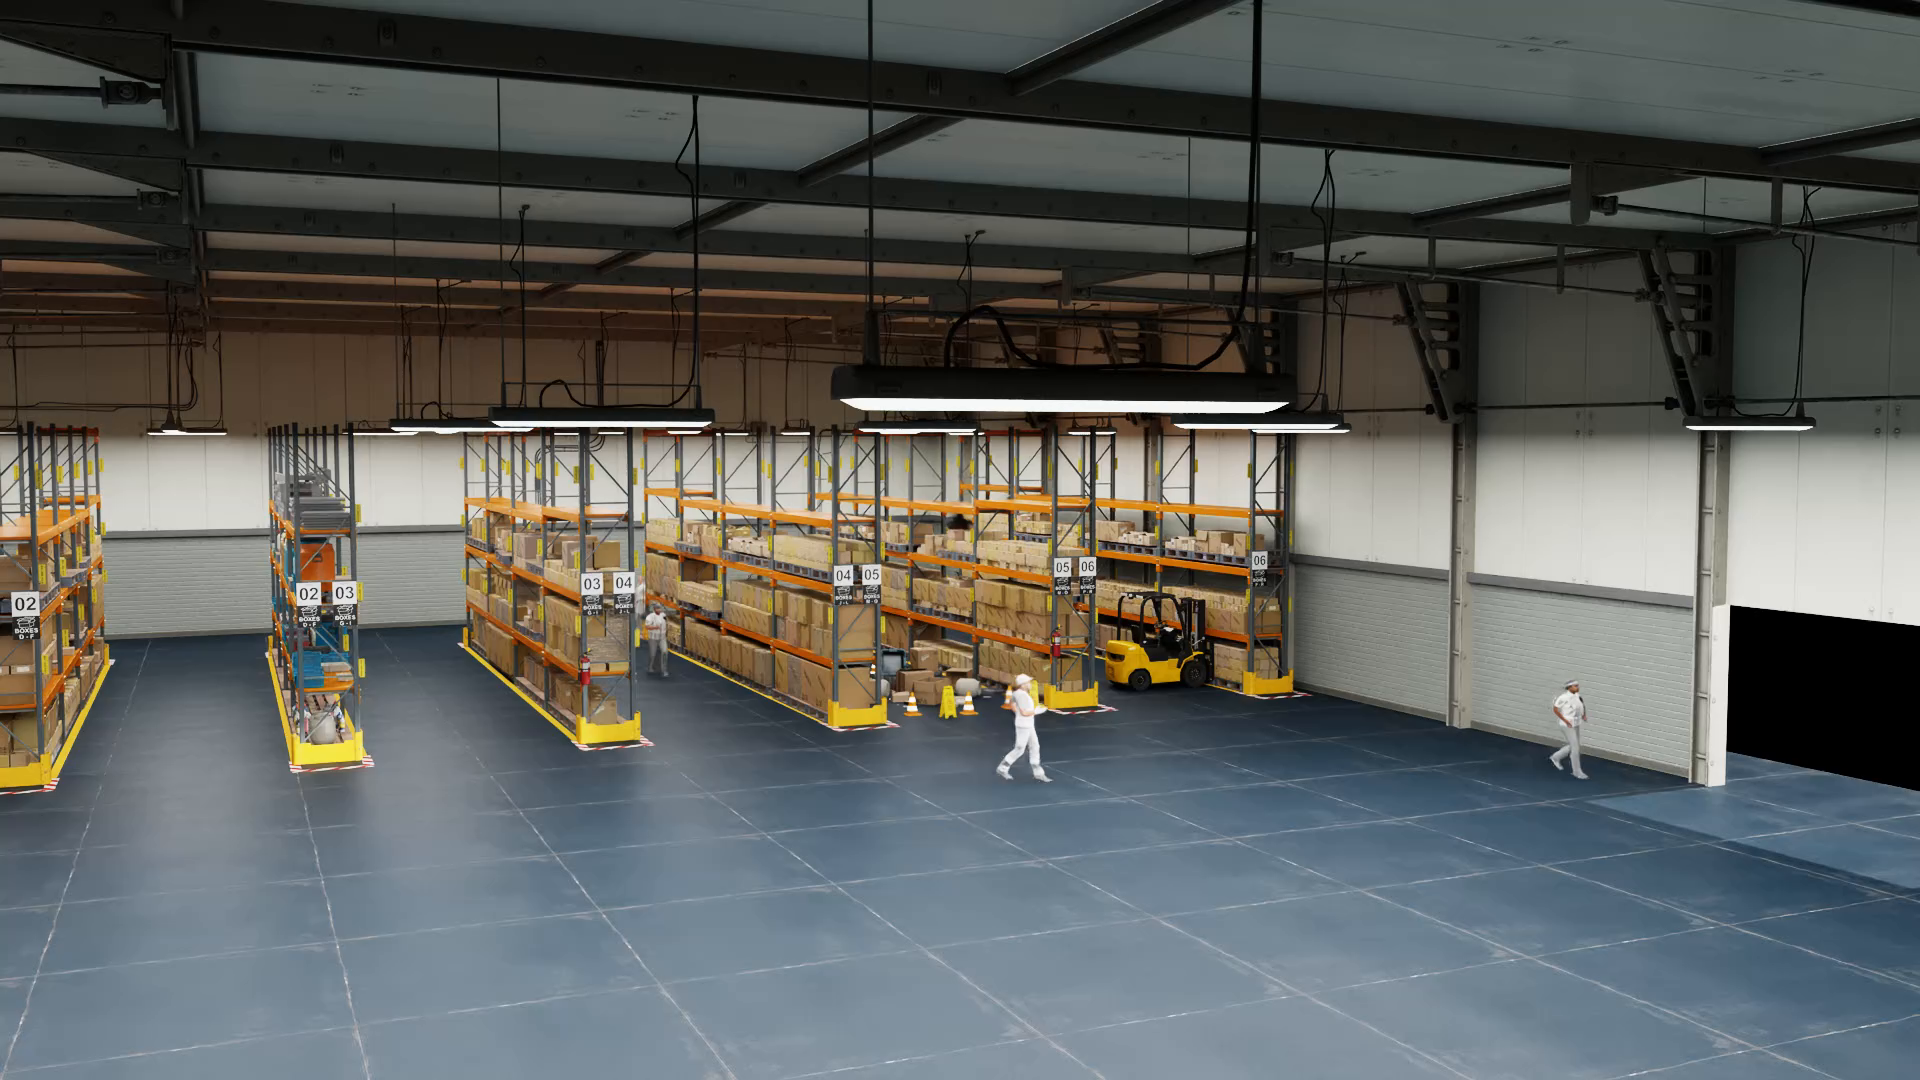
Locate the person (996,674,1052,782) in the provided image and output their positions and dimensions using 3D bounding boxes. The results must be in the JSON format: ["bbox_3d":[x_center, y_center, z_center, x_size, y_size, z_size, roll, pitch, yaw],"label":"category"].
[{"bbox_3d":[1.059,3.119,27.519,0.920,1.809,0.648,0,4,7],"label":"person"}]

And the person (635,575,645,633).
[{"bbox_3d":[-9.364,1.897,48.469,0.696,1.744,0.634,3,4,38],"label":"person"}]

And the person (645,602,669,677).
[{"bbox_3d":[-7.316,2.393,40.131,0.603,1.833,0.866,-2,4,-30],"label":"person"}]

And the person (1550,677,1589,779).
[{"bbox_3d":[10.341,3.161,28.193,0.583,1.704,0.738,-3,4,-38],"label":"person"}]
